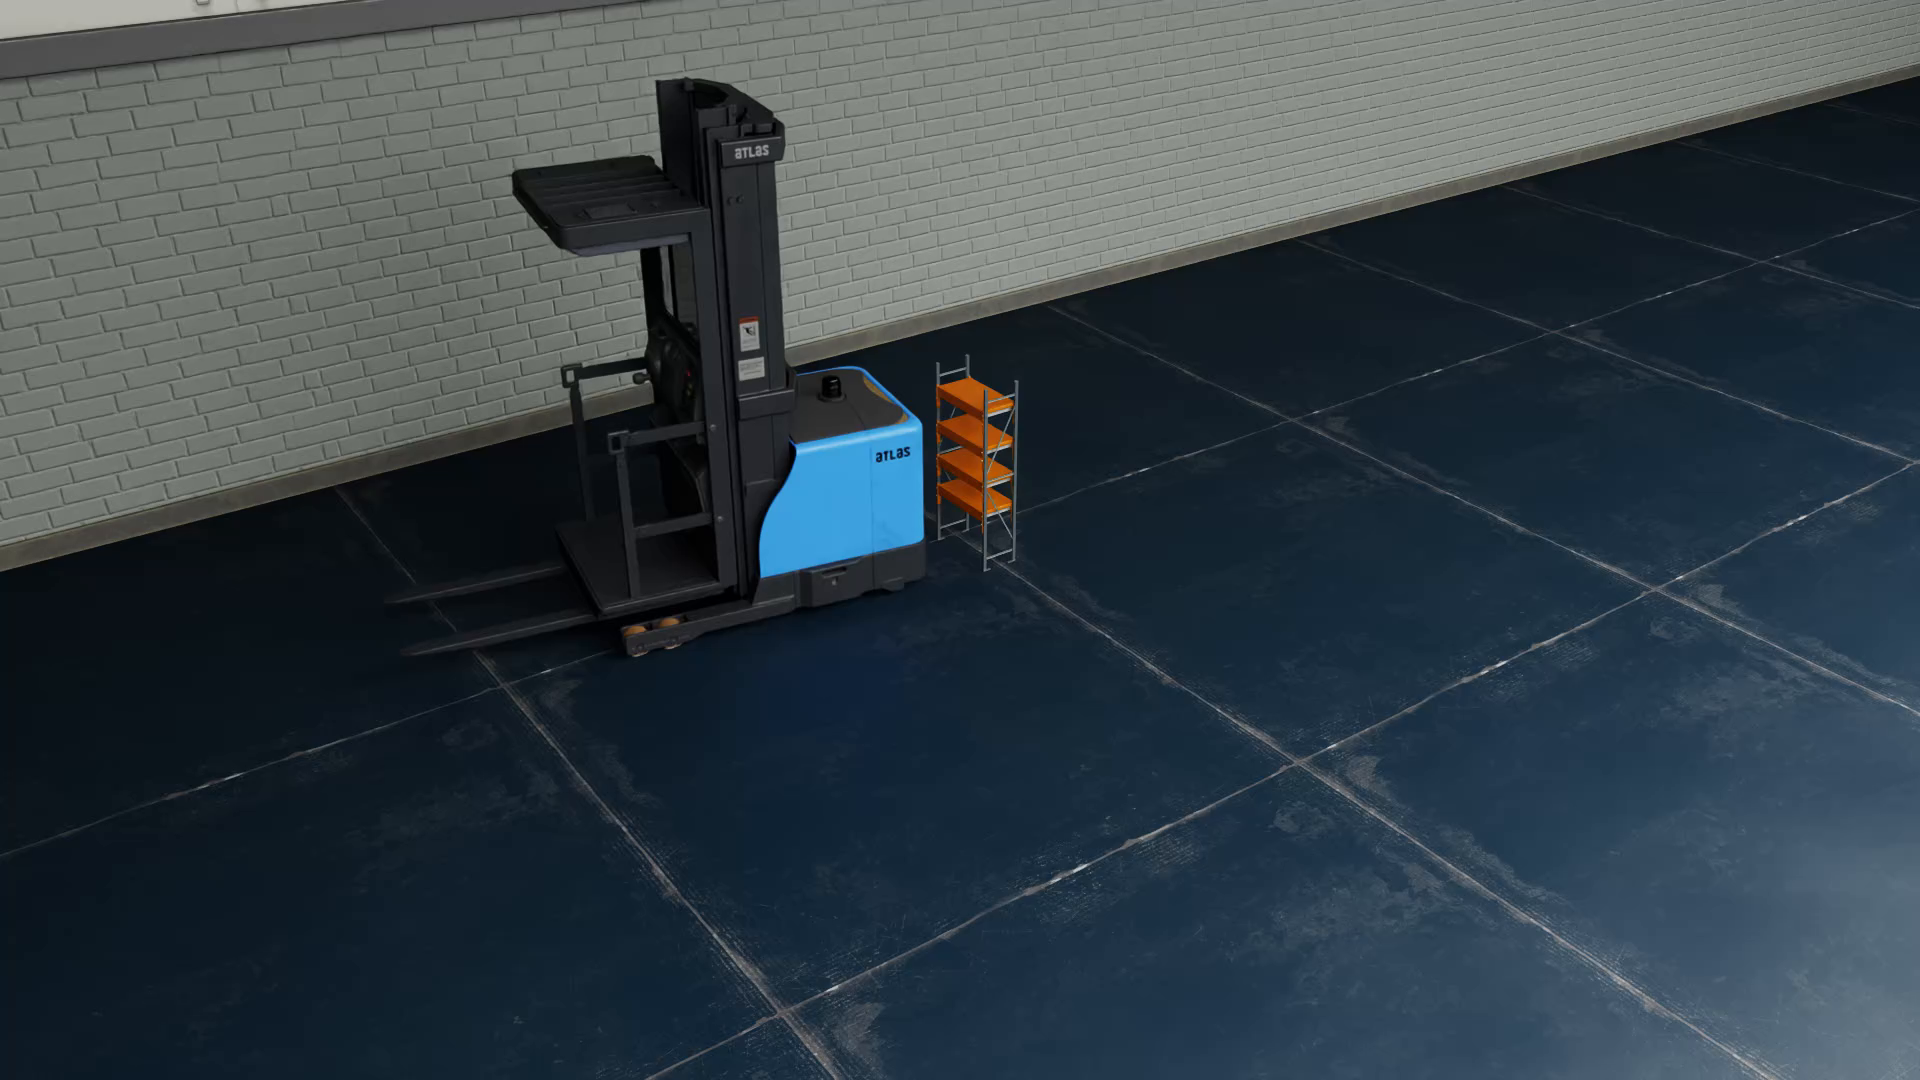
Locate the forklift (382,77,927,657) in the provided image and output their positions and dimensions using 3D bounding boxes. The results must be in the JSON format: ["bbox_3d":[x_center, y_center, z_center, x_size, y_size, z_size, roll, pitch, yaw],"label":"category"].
[{"bbox_3d":[-1.758,-0.926,9.111,3.031,2.935,1.130,-13,31,-22],"label":"forklift"}]

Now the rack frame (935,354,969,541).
[{"bbox_3d":[-0.046,-0.558,10.246,0.240,1.200,0.015,-19,34,-31],"label":"rack frame"}]

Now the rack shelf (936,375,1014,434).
[{"bbox_3d":[0.096,-0.808,9.884,0.258,0.148,0.480,-19,34,-31],"label":"rack shelf"}]

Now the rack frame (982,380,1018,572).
[{"bbox_3d":[0.238,-0.368,9.897,0.240,1.200,0.015,-19,34,-31],"label":"rack frame"}]

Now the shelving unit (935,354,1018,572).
[{"bbox_3d":[0.096,-0.463,10.072,0.258,1.200,0.503,-19,34,-31],"label":"shelving unit"}]

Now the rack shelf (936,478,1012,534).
[{"bbox_3d":[0.096,-0.229,10.199,0.258,0.148,0.480,-19,34,-31],"label":"rack shelf"}]

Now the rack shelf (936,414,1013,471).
[{"bbox_3d":[0.096,-0.600,9.997,0.258,0.148,0.480,-19,34,-31],"label":"rack shelf"}]

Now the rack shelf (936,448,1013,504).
[{"bbox_3d":[0.096,-0.404,10.104,0.258,0.148,0.480,-19,34,-31],"label":"rack shelf"}]
